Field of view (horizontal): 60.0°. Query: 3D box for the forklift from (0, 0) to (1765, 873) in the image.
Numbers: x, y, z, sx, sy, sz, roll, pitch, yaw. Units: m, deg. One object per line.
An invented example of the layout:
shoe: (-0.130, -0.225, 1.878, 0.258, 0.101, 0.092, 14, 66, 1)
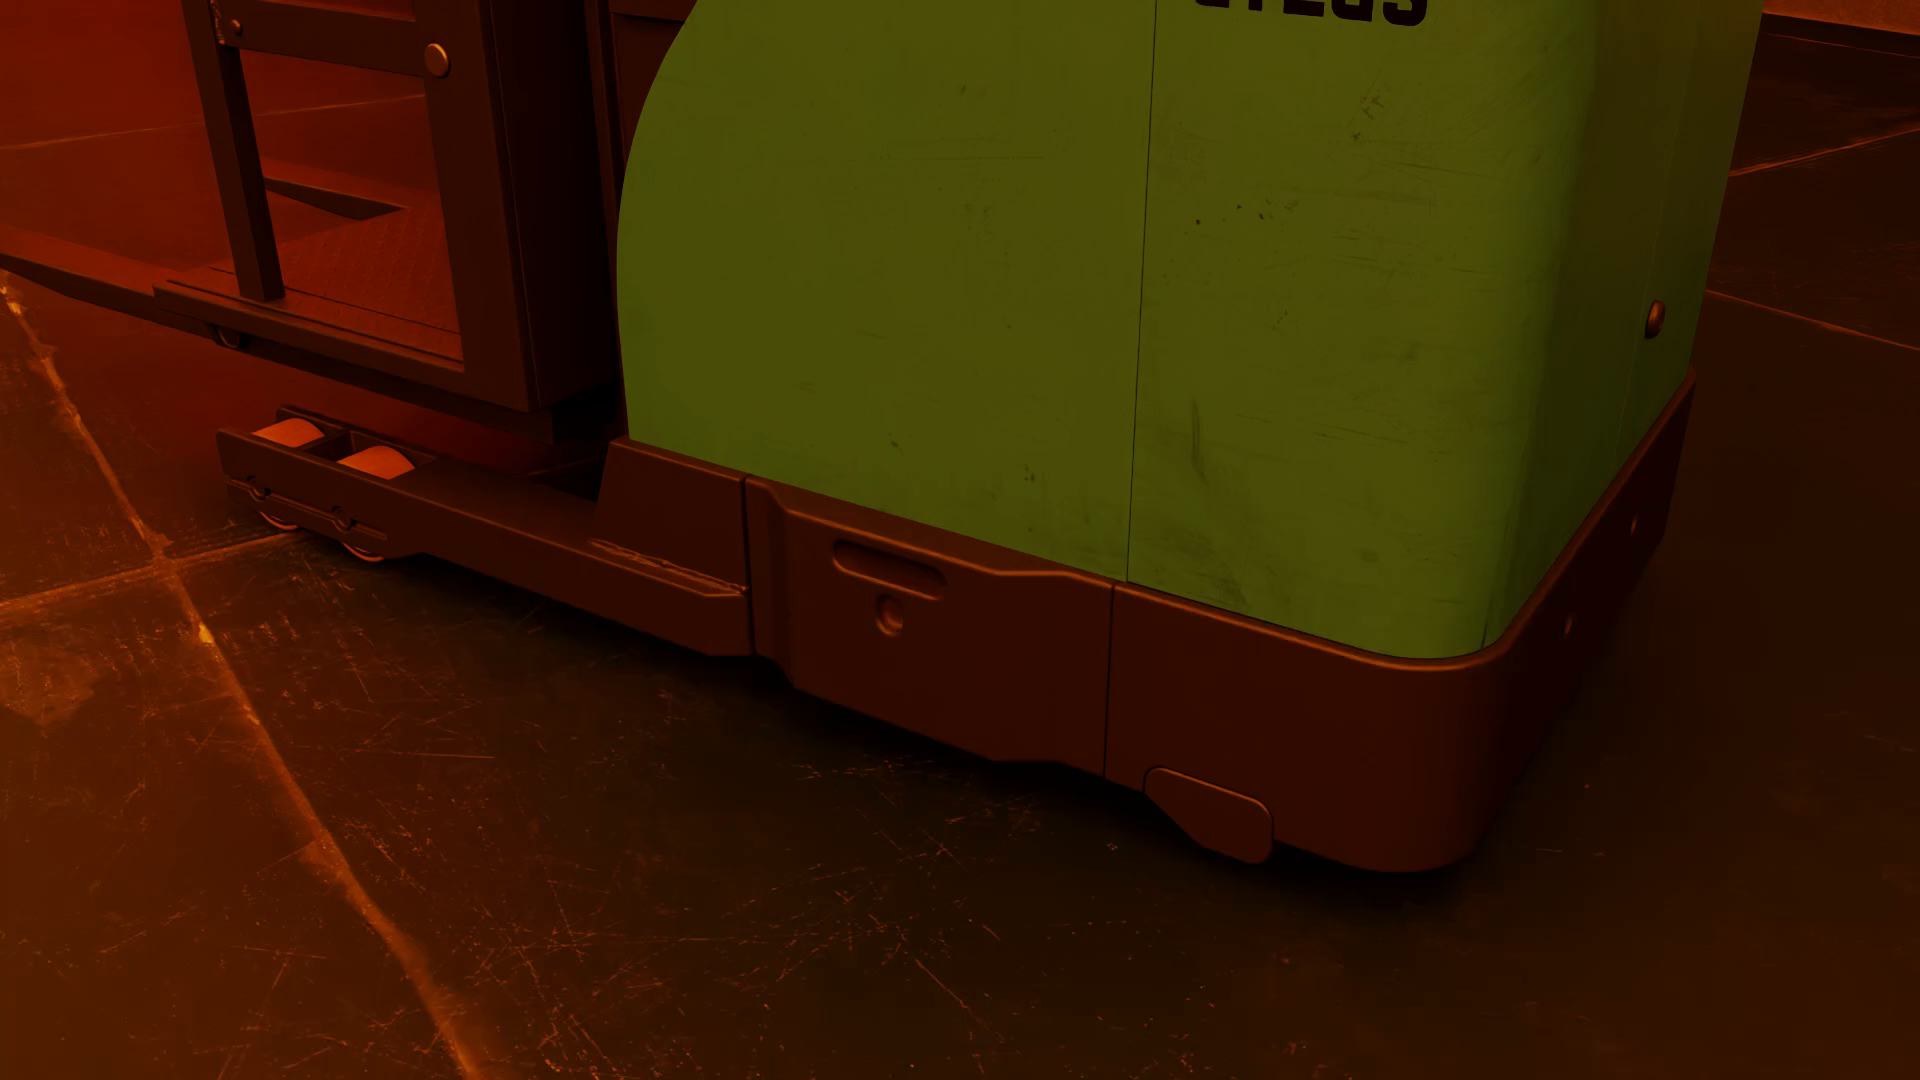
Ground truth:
forklift: (-0.511, -1.459, 2.139, 3.031, 2.935, 1.130, 16, 31, 29)
